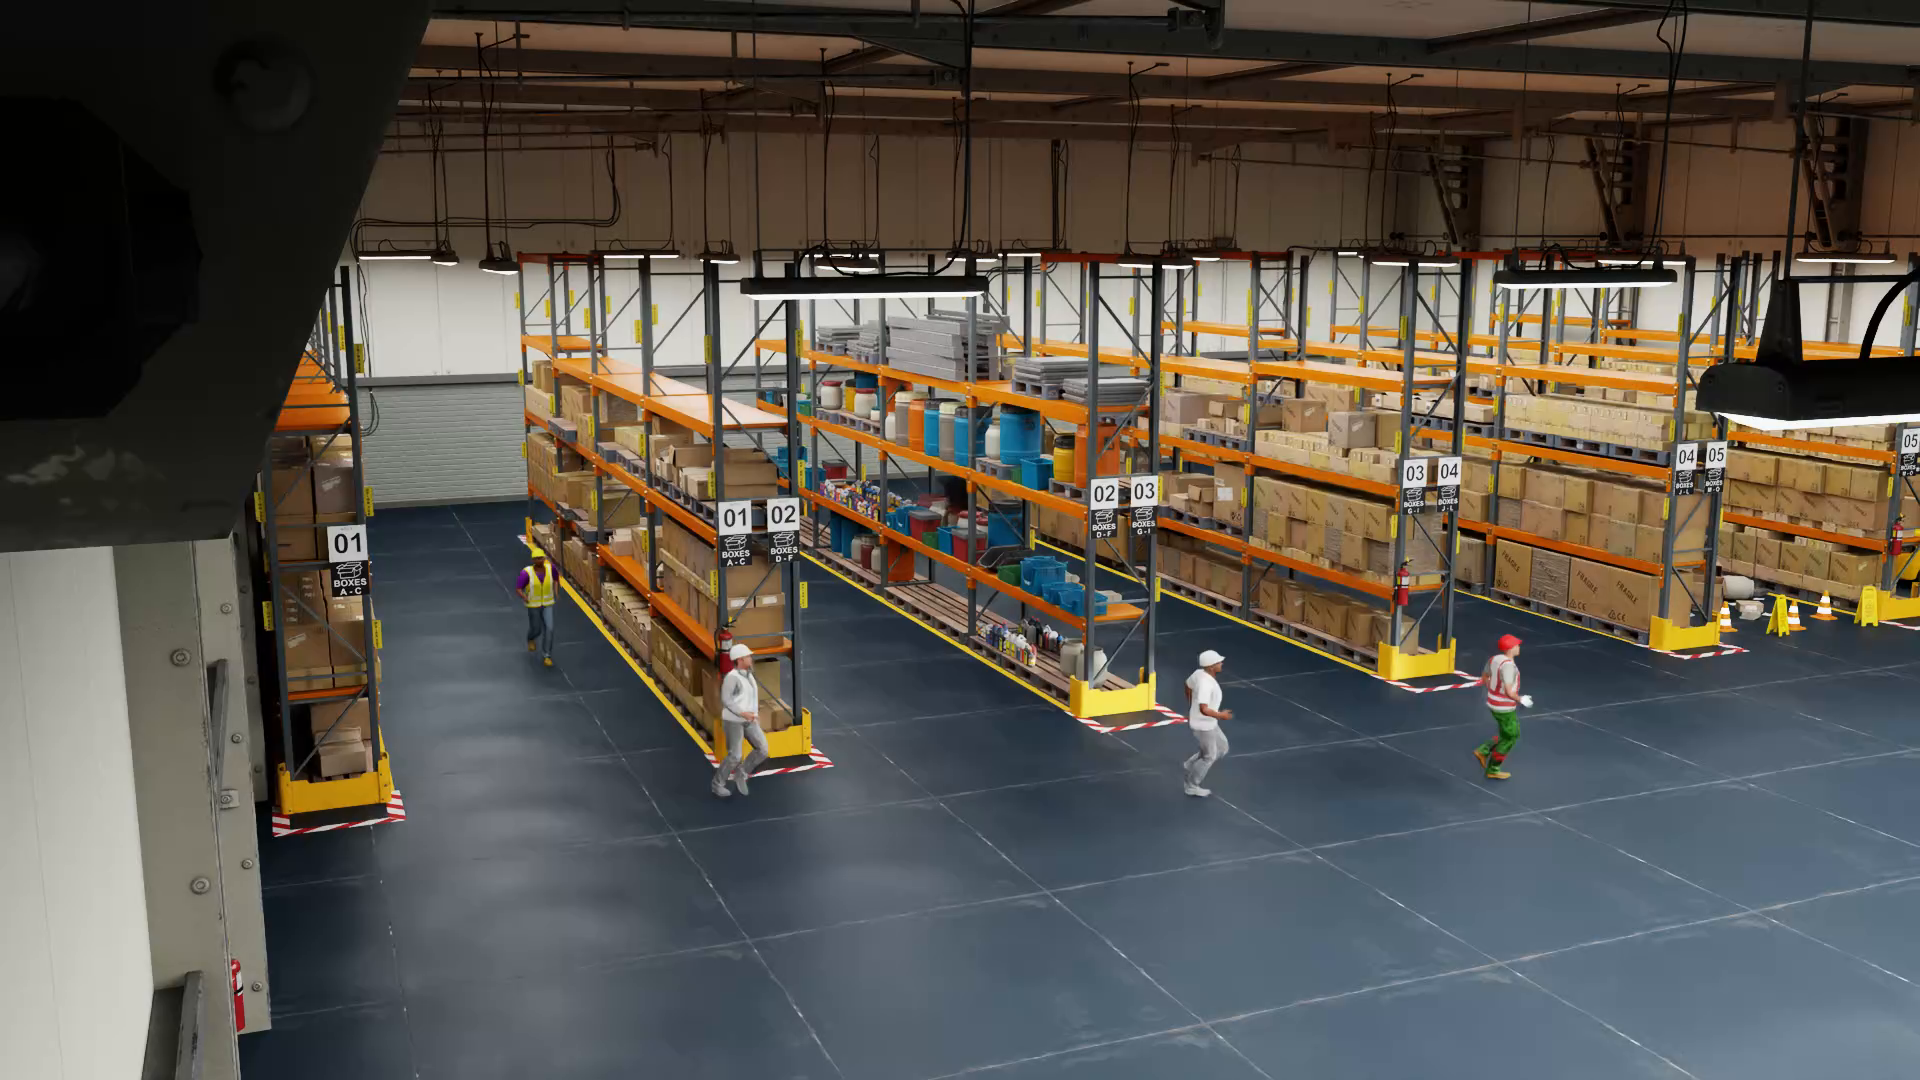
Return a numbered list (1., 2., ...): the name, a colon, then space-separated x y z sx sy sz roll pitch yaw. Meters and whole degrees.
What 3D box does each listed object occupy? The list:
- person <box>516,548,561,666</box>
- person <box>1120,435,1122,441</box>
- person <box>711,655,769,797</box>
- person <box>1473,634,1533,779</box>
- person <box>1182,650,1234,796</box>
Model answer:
1. person: -6.303 0.965 24.913 0.685 1.745 0.899 -5 12 -26
2. person: 3.721 -1.708 39.999 0.591 1.701 0.705 -1 10 -4
3. person: -2.482 2.079 19.042 0.622 1.689 0.714 4 11 23
4. person: 6.371 1.959 19.474 0.590 1.744 0.659 0 10 2
5. person: 2.818 2.084 18.876 0.557 1.717 0.705 1 10 5
